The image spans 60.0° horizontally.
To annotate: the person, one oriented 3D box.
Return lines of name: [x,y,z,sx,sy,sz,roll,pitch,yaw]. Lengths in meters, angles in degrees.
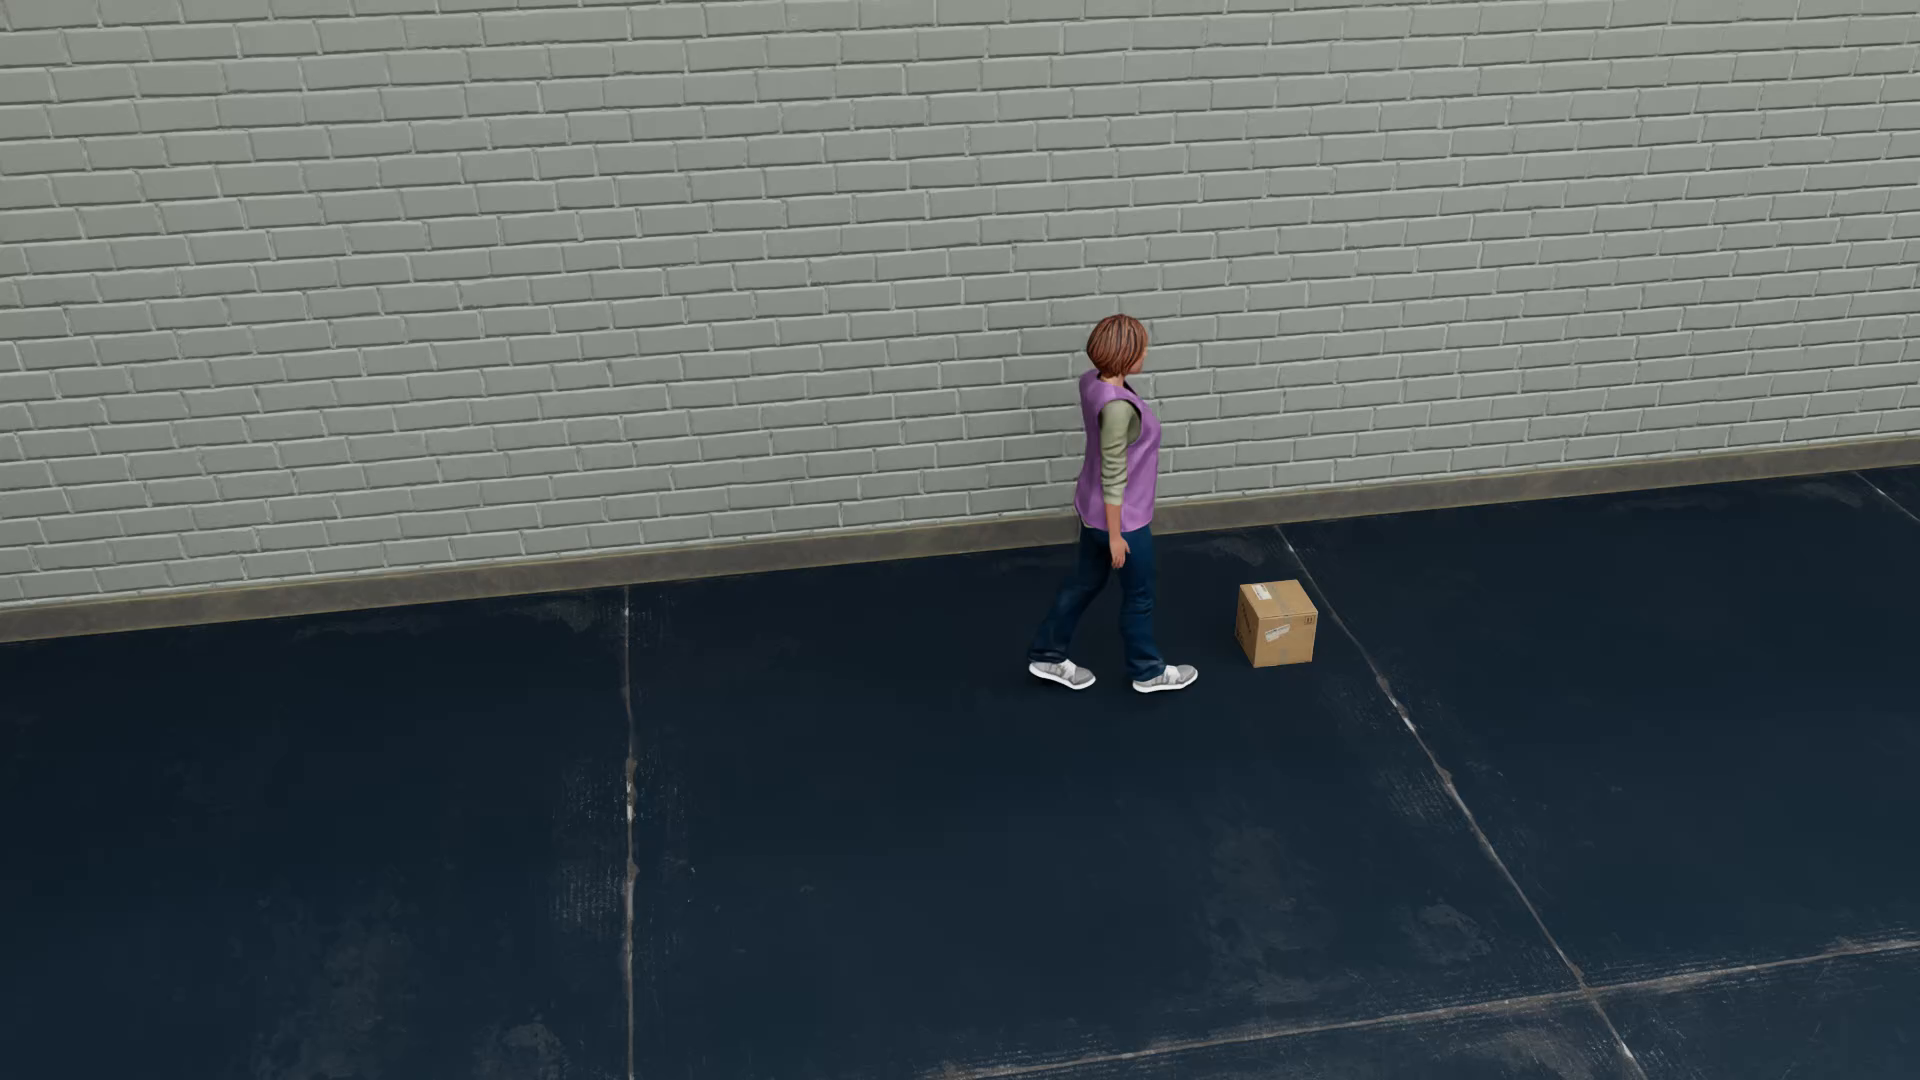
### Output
person: [0.611,-0.106,6.311,0.679,1.580,0.444,-5,32,-9]
